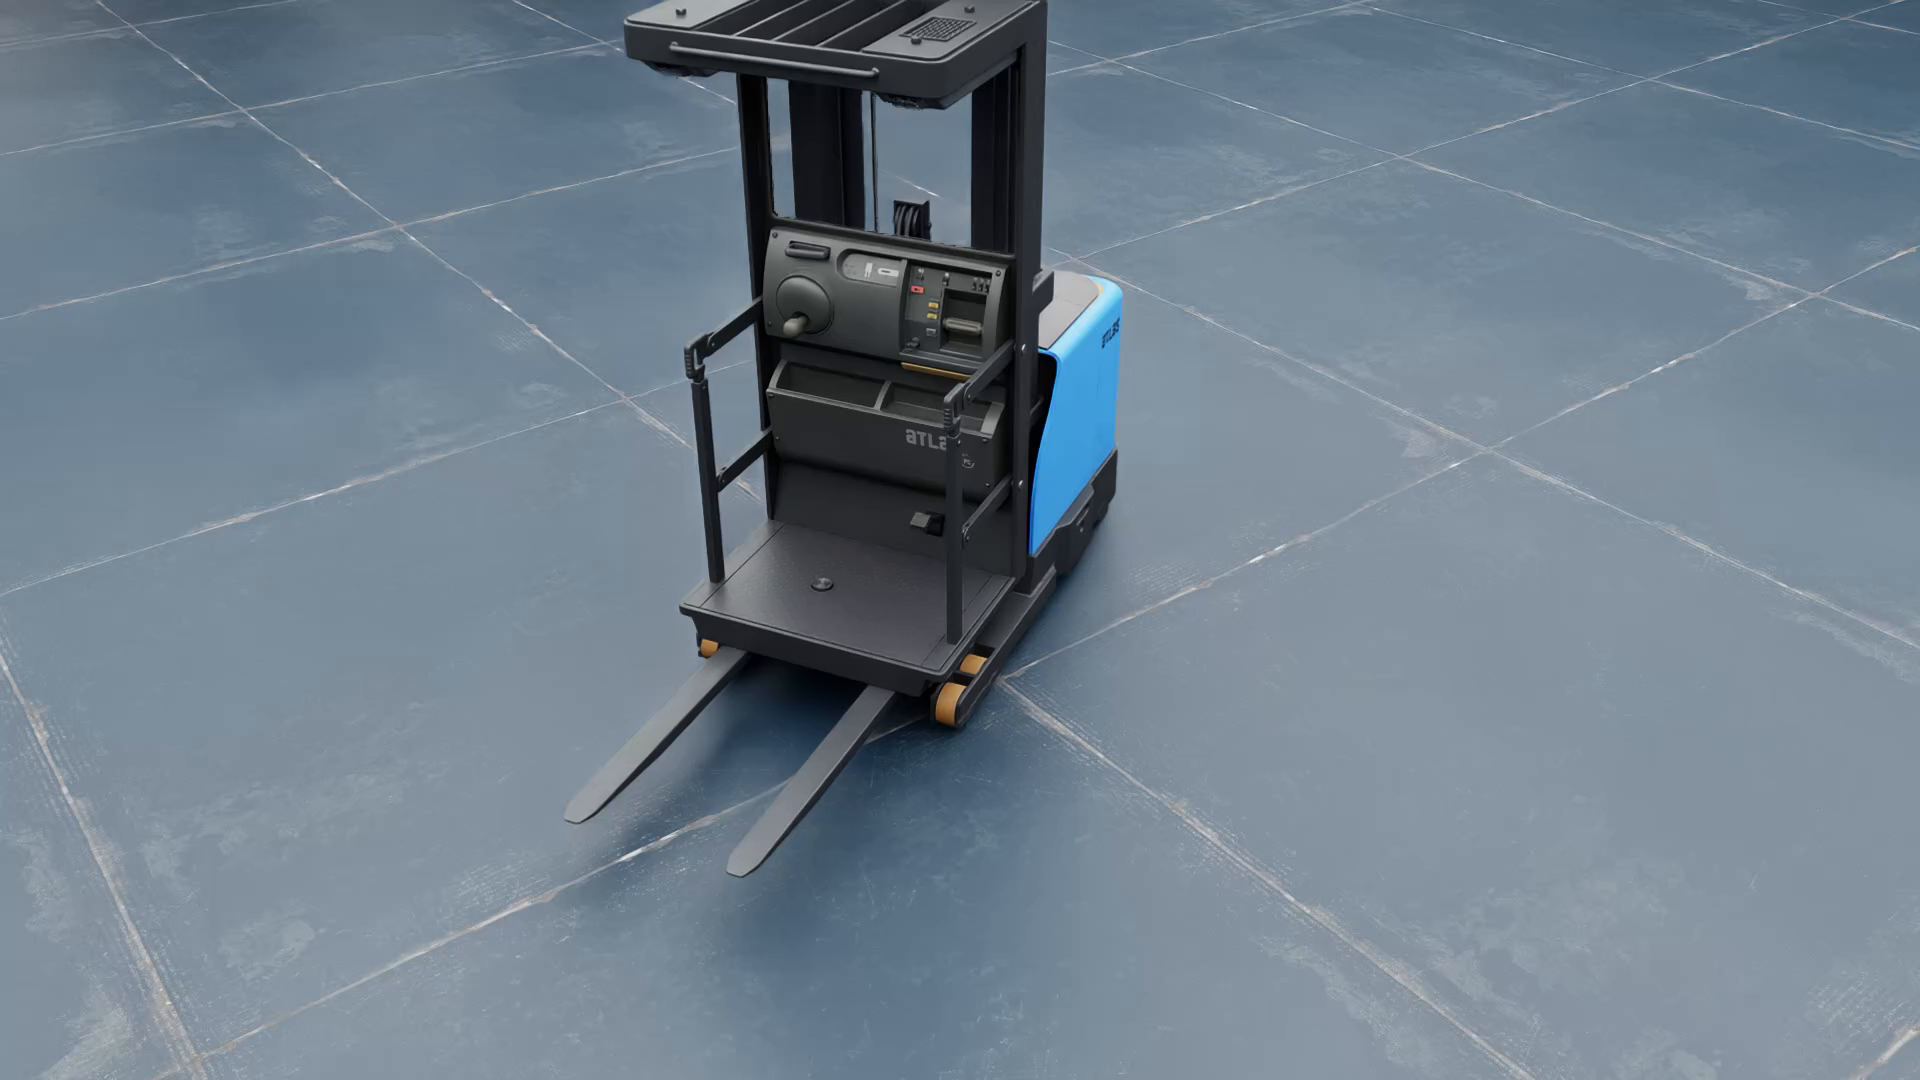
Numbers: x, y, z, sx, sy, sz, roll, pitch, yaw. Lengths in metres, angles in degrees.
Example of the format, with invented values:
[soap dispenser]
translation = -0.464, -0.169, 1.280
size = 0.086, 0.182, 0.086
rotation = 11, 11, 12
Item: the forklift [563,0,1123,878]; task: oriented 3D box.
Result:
[forklift]
translation = -0.365, -0.813, 5.780
size = 1.130, 2.935, 3.031
rotation = 13, 34, 20
